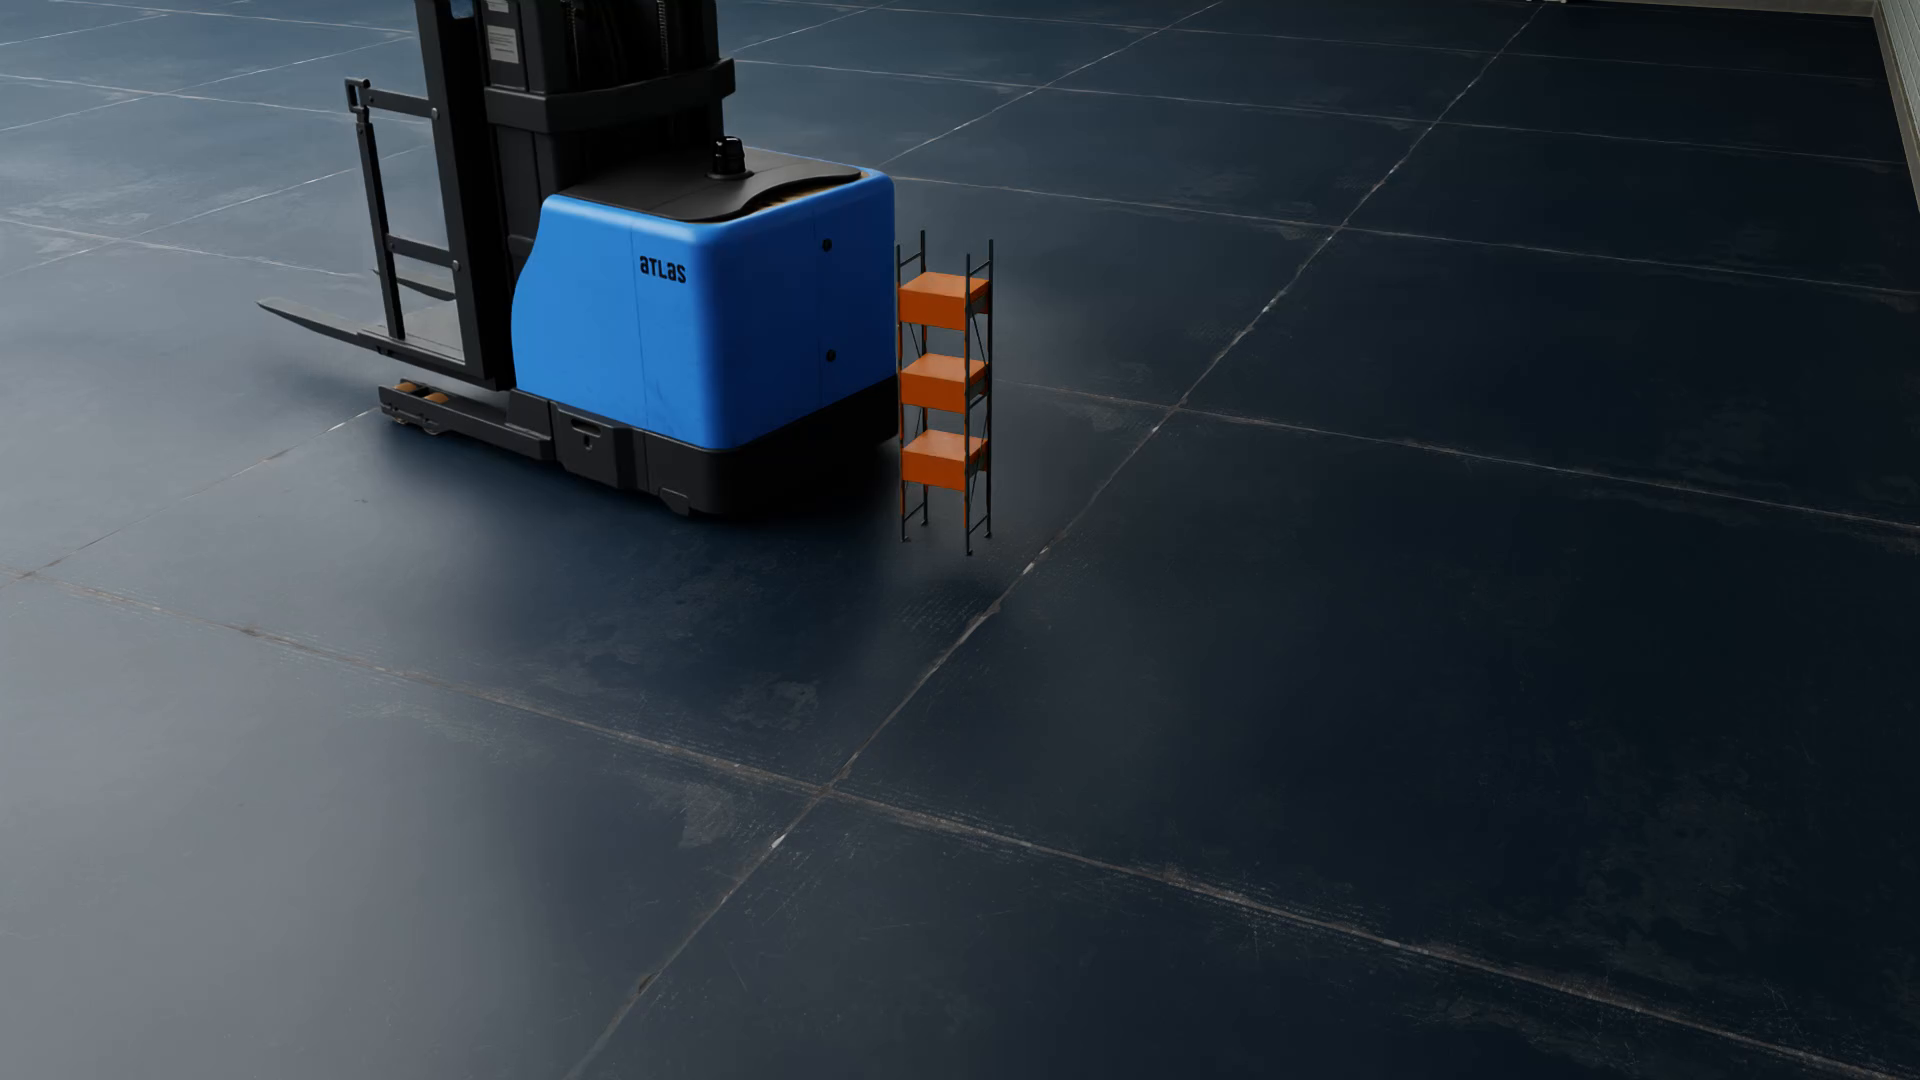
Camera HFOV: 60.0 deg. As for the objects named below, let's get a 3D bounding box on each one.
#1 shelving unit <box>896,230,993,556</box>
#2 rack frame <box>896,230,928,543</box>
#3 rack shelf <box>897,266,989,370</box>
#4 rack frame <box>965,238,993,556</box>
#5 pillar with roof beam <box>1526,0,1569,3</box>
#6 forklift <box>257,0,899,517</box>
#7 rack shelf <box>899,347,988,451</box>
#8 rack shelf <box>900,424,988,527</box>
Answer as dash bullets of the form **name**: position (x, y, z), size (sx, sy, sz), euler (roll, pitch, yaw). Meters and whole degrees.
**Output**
- **shelving unit**: position (-0.049, -0.481, 5.538), size (0.252, 1.050, 0.215), euler (11, 28, 22)
- **rack frame**: position (-0.160, -0.503, 5.583), size (0.008, 1.050, 0.200), euler (11, 28, 22)
- **rack shelf**: position (-0.049, -0.726, 5.417), size (0.240, 0.259, 0.215), euler (11, 28, 22)
- **rack frame**: position (0.062, -0.458, 5.493), size (0.008, 1.050, 0.200), euler (11, 28, 22)
- **pillar with roof beam**: position (4.200, -7.803, 11.412), size (0.400, 9.000, 9.100), euler (11, 28, 22)
- **forklift**: position (-1.713, -1.899, 6.289), size (3.031, 2.935, 1.130), euler (18, 31, 32)
- **rack shelf**: position (-0.049, -0.471, 5.543), size (0.240, 0.259, 0.215), euler (11, 28, 22)
- **rack shelf**: position (-0.049, -0.222, 5.665), size (0.240, 0.259, 0.215), euler (11, 28, 22)
